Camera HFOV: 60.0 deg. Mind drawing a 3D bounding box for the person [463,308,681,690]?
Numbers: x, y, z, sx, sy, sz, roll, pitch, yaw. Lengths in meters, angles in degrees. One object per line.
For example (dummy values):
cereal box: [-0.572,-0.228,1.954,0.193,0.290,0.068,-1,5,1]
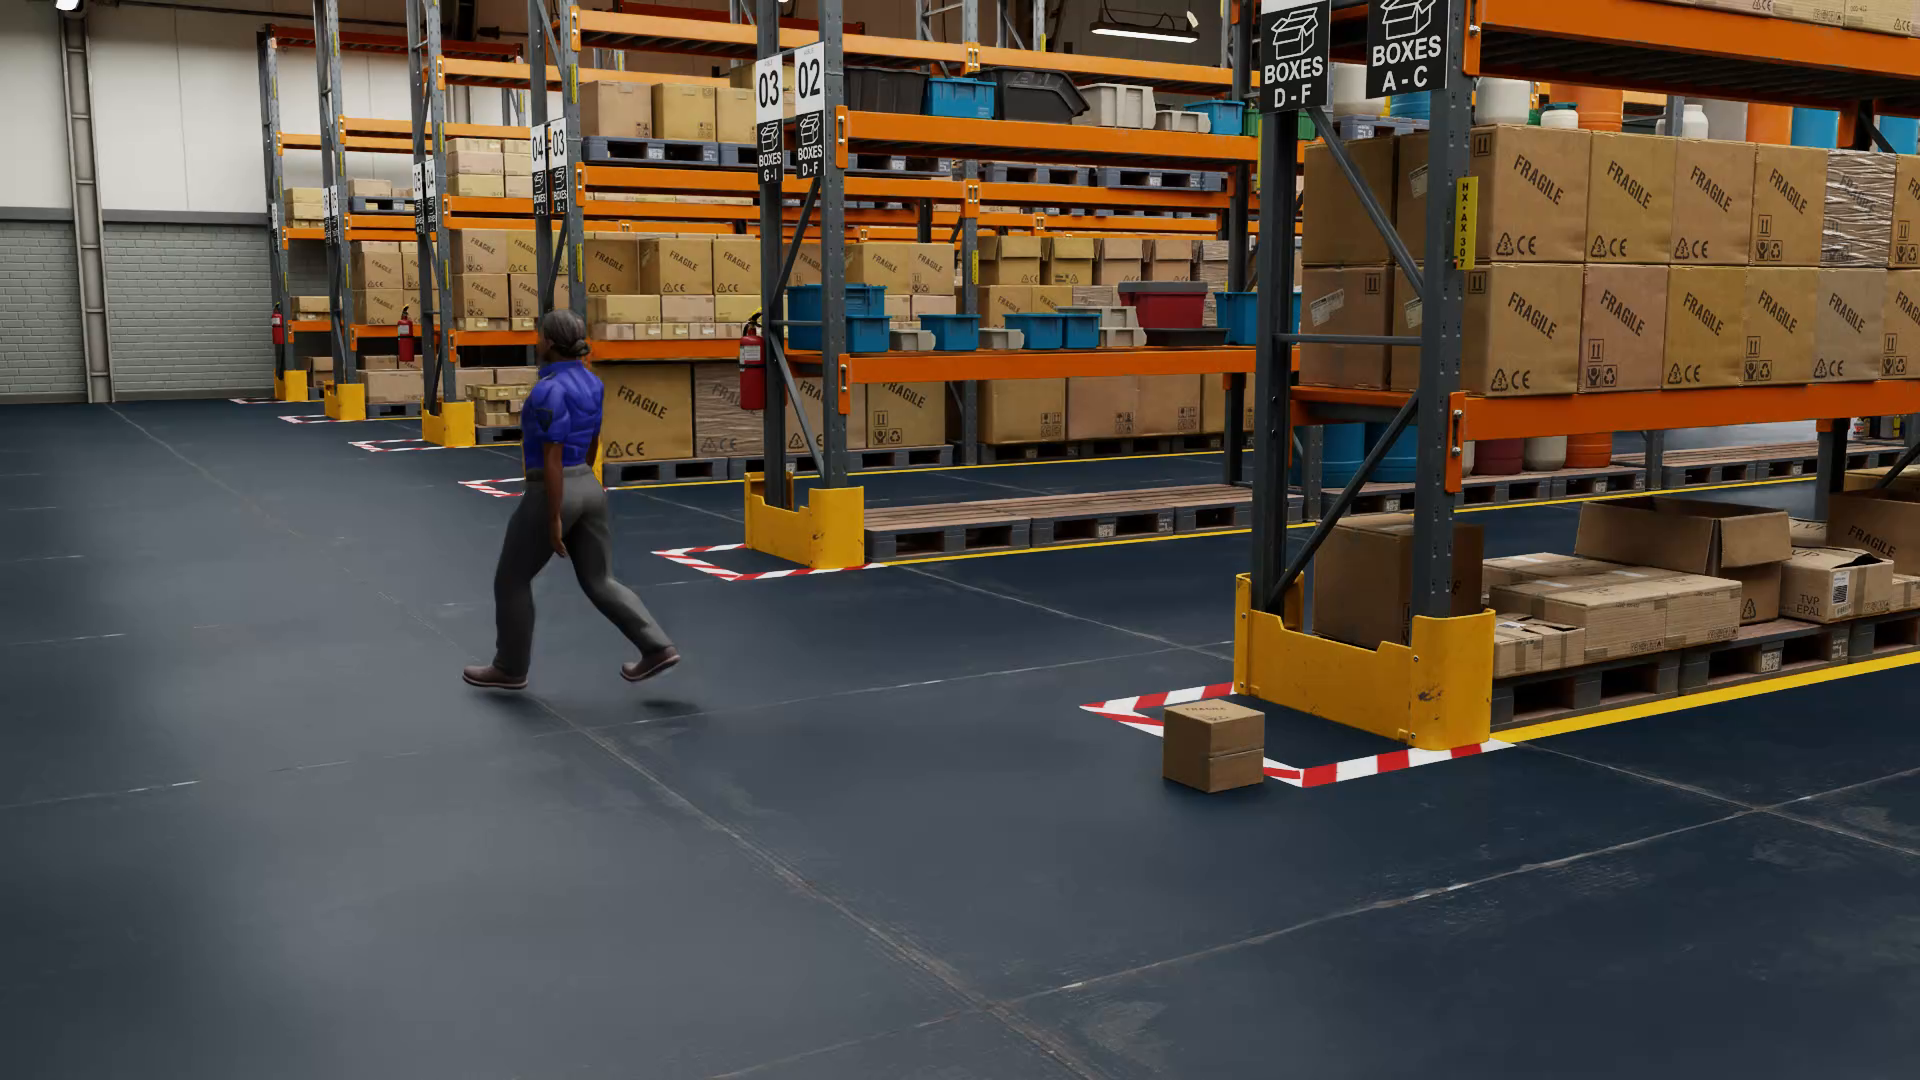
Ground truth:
person: [-1.648,-0.157,6.930,0.977,1.603,0.472,4,9,24]
